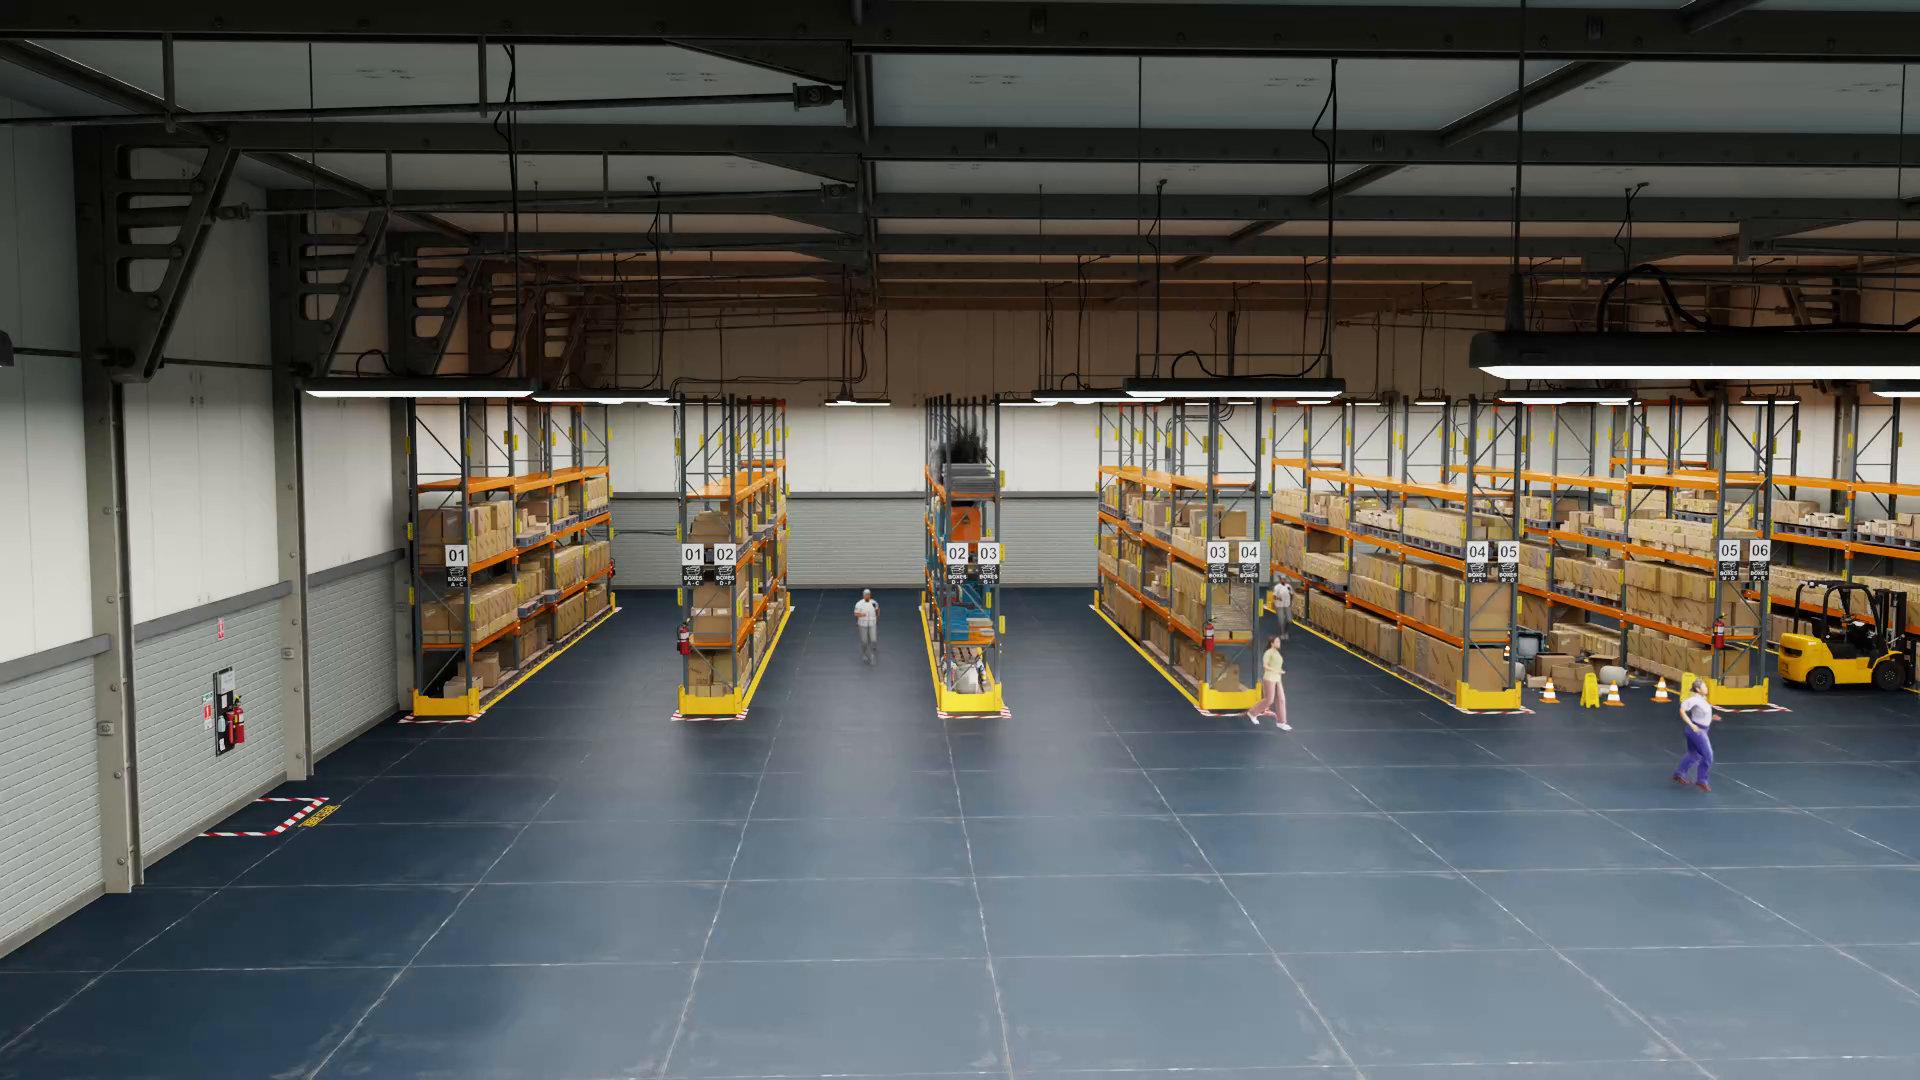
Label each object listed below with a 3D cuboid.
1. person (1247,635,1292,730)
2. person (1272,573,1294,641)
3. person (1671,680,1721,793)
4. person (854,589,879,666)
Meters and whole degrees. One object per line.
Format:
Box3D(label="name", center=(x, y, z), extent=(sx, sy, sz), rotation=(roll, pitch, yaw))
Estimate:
Box3D(label="person", center=(5.570, 2.536, 29.811), extent=(0.845, 1.687, 0.597), rotation=(3, 6, 36))
Box3D(label="person", center=(7.982, 1.652, 40.939), extent=(0.561, 1.681, 0.599), rotation=(0, 5, -1))
Box3D(label="person", center=(11.064, 2.949, 24.998), extent=(0.671, 1.716, 0.592), rotation=(3, 5, 31))
Box3D(label="person", center=(-2.080, 1.959, 37.270), extent=(0.588, 1.730, 0.769), rotation=(-1, 5, -9))
